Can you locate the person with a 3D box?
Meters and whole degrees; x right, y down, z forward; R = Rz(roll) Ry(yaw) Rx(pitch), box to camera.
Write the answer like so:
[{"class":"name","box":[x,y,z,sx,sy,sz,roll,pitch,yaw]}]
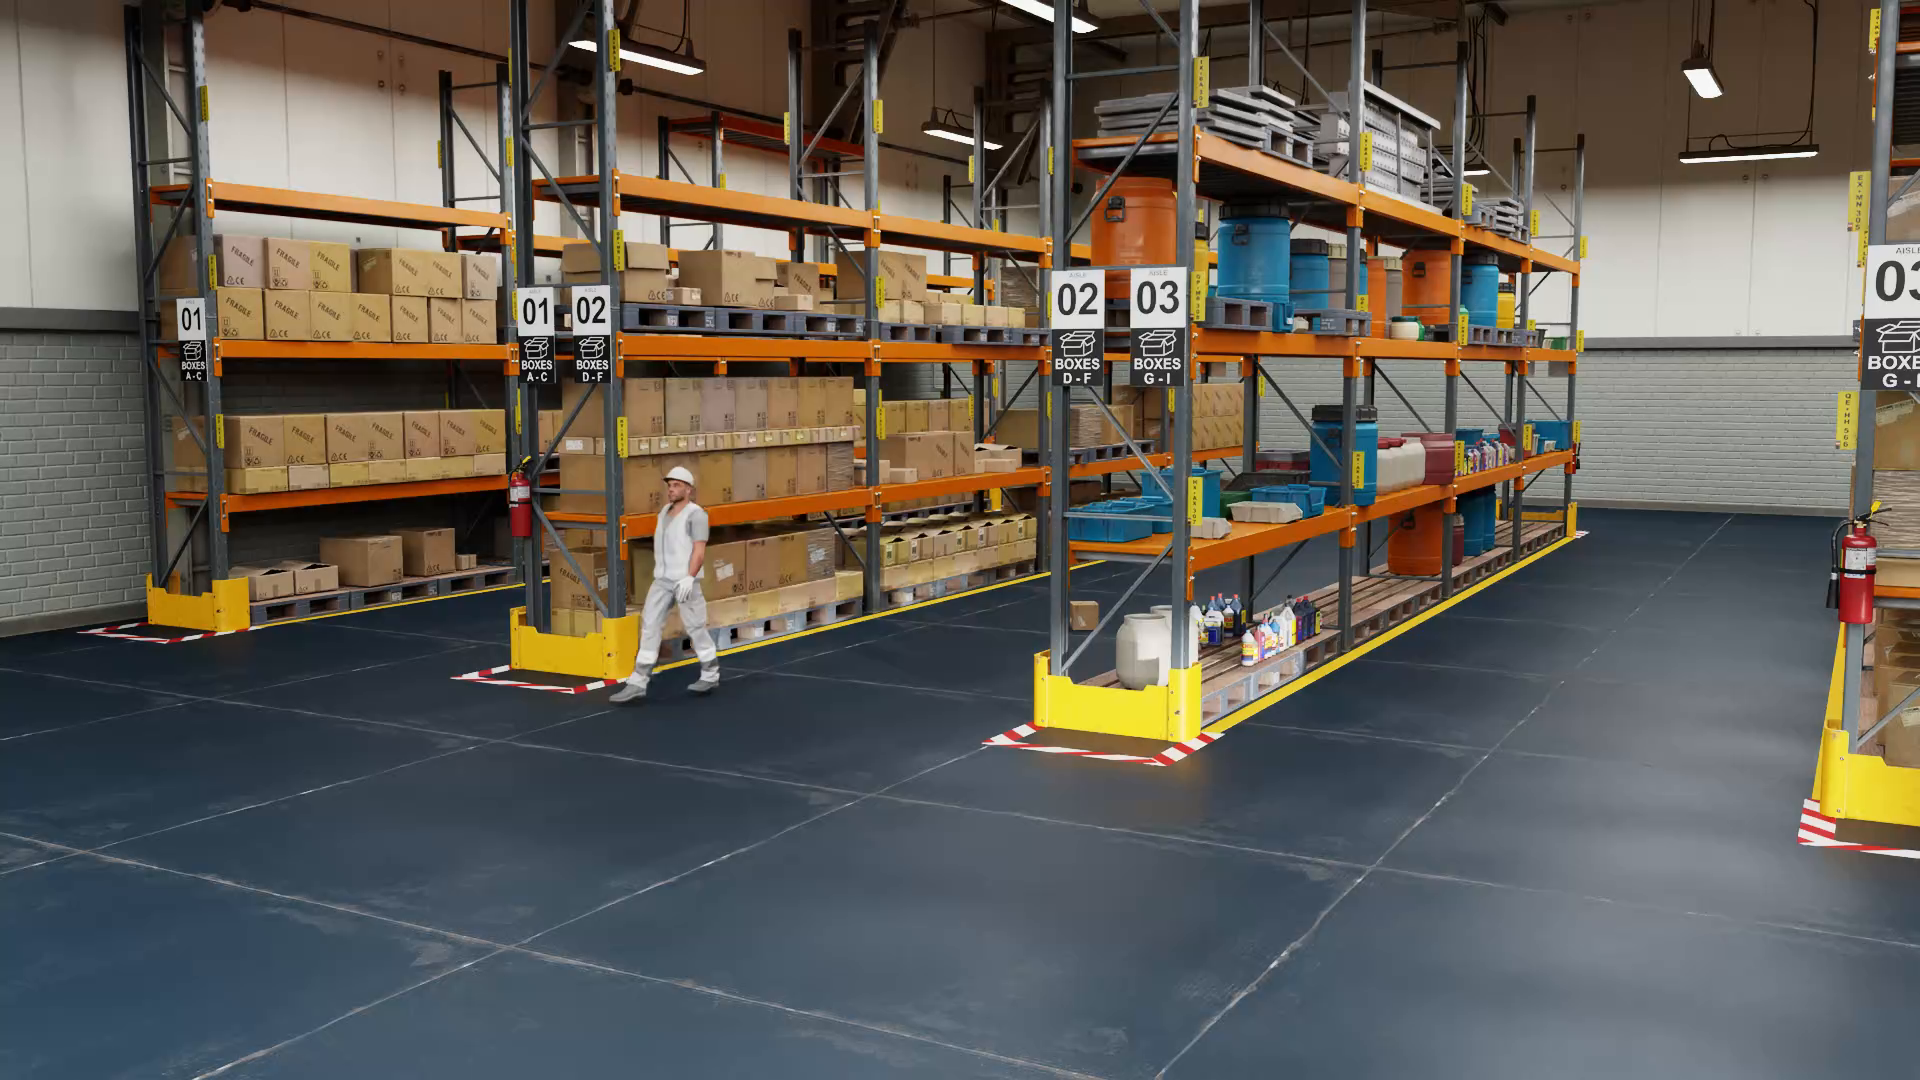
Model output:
[{"class":"person","box":[-2.225,0.322,12.648,0.592,1.747,0.917,4,7,35]}]
